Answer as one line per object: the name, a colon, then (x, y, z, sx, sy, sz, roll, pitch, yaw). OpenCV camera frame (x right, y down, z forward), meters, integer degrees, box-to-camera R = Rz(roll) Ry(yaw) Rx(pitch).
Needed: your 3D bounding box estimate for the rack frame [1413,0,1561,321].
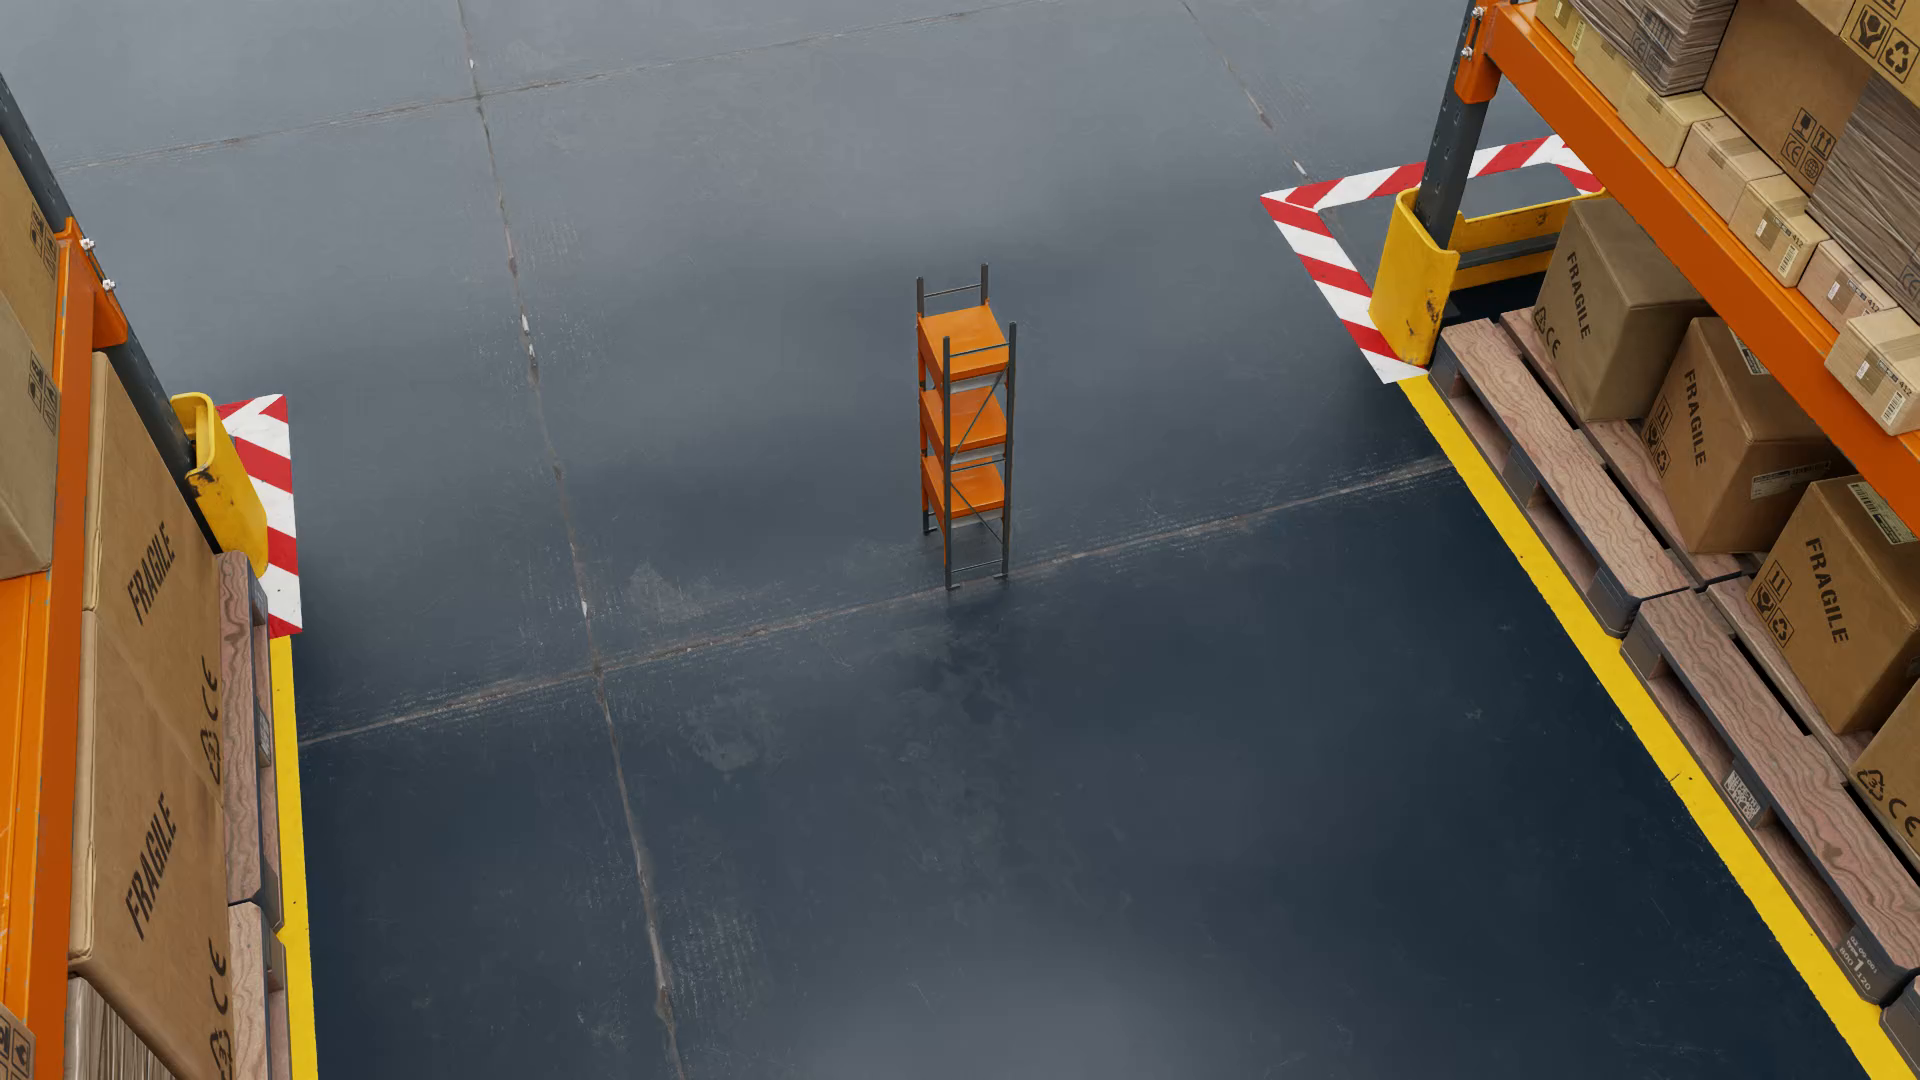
rack frame: (2.027, -1.870, 4.865, 1.000, 3.000, 0.127, -13, 51, -11)

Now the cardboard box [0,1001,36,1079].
cardboard box: (-1.910, 0.966, 2.376, 0.875, 0.550, 0.550, -13, 51, -11)

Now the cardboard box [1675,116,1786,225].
cardboard box: (2.093, -0.977, 4.276, 0.380, 0.149, 0.250, -13, 51, -11)

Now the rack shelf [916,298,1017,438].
rack shelf: (0.016, -0.475, 4.607, 0.215, 0.259, 0.240, -13, 51, -11)

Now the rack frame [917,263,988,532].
rack frame: (-0.020, -0.388, 4.891, 0.200, 1.050, 0.008, -13, 51, -11)

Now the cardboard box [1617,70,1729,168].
cardboard box: (1.999, -1.154, 4.426, 0.380, 0.149, 0.250, -13, 51, -11)

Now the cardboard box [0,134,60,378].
cardboard box: (-2.588, -0.610, 3.705, 0.875, 0.550, 0.550, -13, 51, -11)

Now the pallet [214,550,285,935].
pallet: (-2.430, 0.642, 4.571, 1.003, 0.211, 1.213, -13, 51, -11)

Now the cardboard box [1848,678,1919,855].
cardboard box: (2.695, 0.568, 4.170, 0.500, 0.500, 0.500, -17, 52, -14)

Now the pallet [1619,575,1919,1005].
pallet: (2.613, 0.575, 4.627, 1.003, 0.211, 1.213, -13, 51, -11)

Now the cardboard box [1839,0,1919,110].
cardboard box: (2.220, -1.126, 3.323, 0.500, 0.500, 0.500, -13, 51, -11)

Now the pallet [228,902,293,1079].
pallet: (-2.073, 1.532, 3.821, 1.003, 0.211, 1.213, -13, 51, -11)

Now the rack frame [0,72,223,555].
rack frame: (-2.741, -0.823, 3.982, 1.000, 3.000, 0.127, -13, 51, -11)

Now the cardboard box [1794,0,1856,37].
cardboard box: (2.071, -1.491, 3.631, 0.500, 0.500, 0.500, -13, 51, -11)

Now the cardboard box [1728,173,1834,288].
cardboard box: (2.160, -0.792, 4.120, 0.380, 0.149, 0.250, -13, 51, -11)

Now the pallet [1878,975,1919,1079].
pallet: (2.978, 1.467, 3.875, 1.003, 0.211, 1.213, -13, 51, -11)

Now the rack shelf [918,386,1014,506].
rack shelf: (0.016, -0.292, 4.824, 0.215, 0.259, 0.240, -13, 51, -11)

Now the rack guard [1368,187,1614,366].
rack guard: (2.050, -1.009, 5.774, 1.175, 0.500, 0.348, -13, 51, -11)

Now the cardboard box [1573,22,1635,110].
cardboard box: (1.939, -1.340, 4.582, 0.380, 0.149, 0.250, -13, 51, -11)

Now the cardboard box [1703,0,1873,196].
cardboard box: (2.426, -1.253, 4.084, 0.875, 0.500, 0.500, -13, 51, -11)

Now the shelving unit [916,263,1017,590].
shelving unit: (0.016, -0.299, 4.816, 0.215, 1.050, 0.252, -13, 51, -11)

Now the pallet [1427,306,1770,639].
pallet: (2.256, -0.315, 5.377, 1.003, 0.211, 1.213, -13, 51, -11)

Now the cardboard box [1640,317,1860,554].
cardboard box: (2.405, -0.311, 4.911, 0.500, 0.500, 0.500, -2, 50, -1)

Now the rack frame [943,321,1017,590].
rack frame: (0.052, -0.210, 4.741, 0.200, 1.050, 0.008, -13, 51, -11)

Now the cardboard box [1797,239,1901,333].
cardboard box: (2.260, -0.616, 3.972, 0.380, 0.149, 0.250, -13, 51, -11)

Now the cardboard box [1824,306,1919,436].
cardboard box: (2.235, -0.410, 3.798, 0.380, 0.149, 0.250, -13, 51, -11)

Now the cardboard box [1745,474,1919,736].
cardboard box: (2.572, 0.150, 4.522, 0.500, 0.500, 0.500, -9, 50, -8)

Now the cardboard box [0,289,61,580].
cardboard box: (-2.404, -0.214, 3.370, 0.875, 0.550, 0.550, -13, 51, -11)

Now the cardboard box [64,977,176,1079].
cardboard box: (-1.947, 1.515, 3.126, 0.875, 0.875, 0.875, -13, 51, -11)

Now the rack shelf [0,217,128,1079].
rack shelf: (-2.150, 0.870, 3.025, 1.077, 0.370, 4.000, -13, 51, -11)

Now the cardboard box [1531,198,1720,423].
cardboard box: (2.196, -0.740, 5.272, 0.500, 0.500, 0.500, -5, 50, -4)

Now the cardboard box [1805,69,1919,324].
cardboard box: (2.533, -0.878, 3.768, 0.875, 0.500, 0.500, -13, 51, -11)

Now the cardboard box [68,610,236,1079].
cardboard box: (-2.215, 0.849, 3.687, 0.875, 0.875, 0.875, -14, 51, -12)

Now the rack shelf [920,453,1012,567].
rack shelf: (0.016, -0.113, 5.036, 0.215, 0.259, 0.240, -13, 51, -11)

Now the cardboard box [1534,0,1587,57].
cardboard box: (1.884, -1.527, 4.740, 0.380, 0.149, 0.250, -13, 51, -11)

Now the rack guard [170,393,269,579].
rack guard: (-2.748, -0.035, 4.952, 1.175, 0.500, 0.348, -13, 51, -11)

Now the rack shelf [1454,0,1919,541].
rack shelf: (2.619, -0.178, 3.909, 1.077, 0.370, 4.000, -13, 51, -11)

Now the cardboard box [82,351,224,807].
cardboard box: (-2.477, 0.207, 4.229, 0.875, 0.875, 0.875, -13, 51, -11)

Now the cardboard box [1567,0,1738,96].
cardboard box: (2.163, -1.591, 4.369, 0.875, 0.500, 0.500, -13, 51, -11)
